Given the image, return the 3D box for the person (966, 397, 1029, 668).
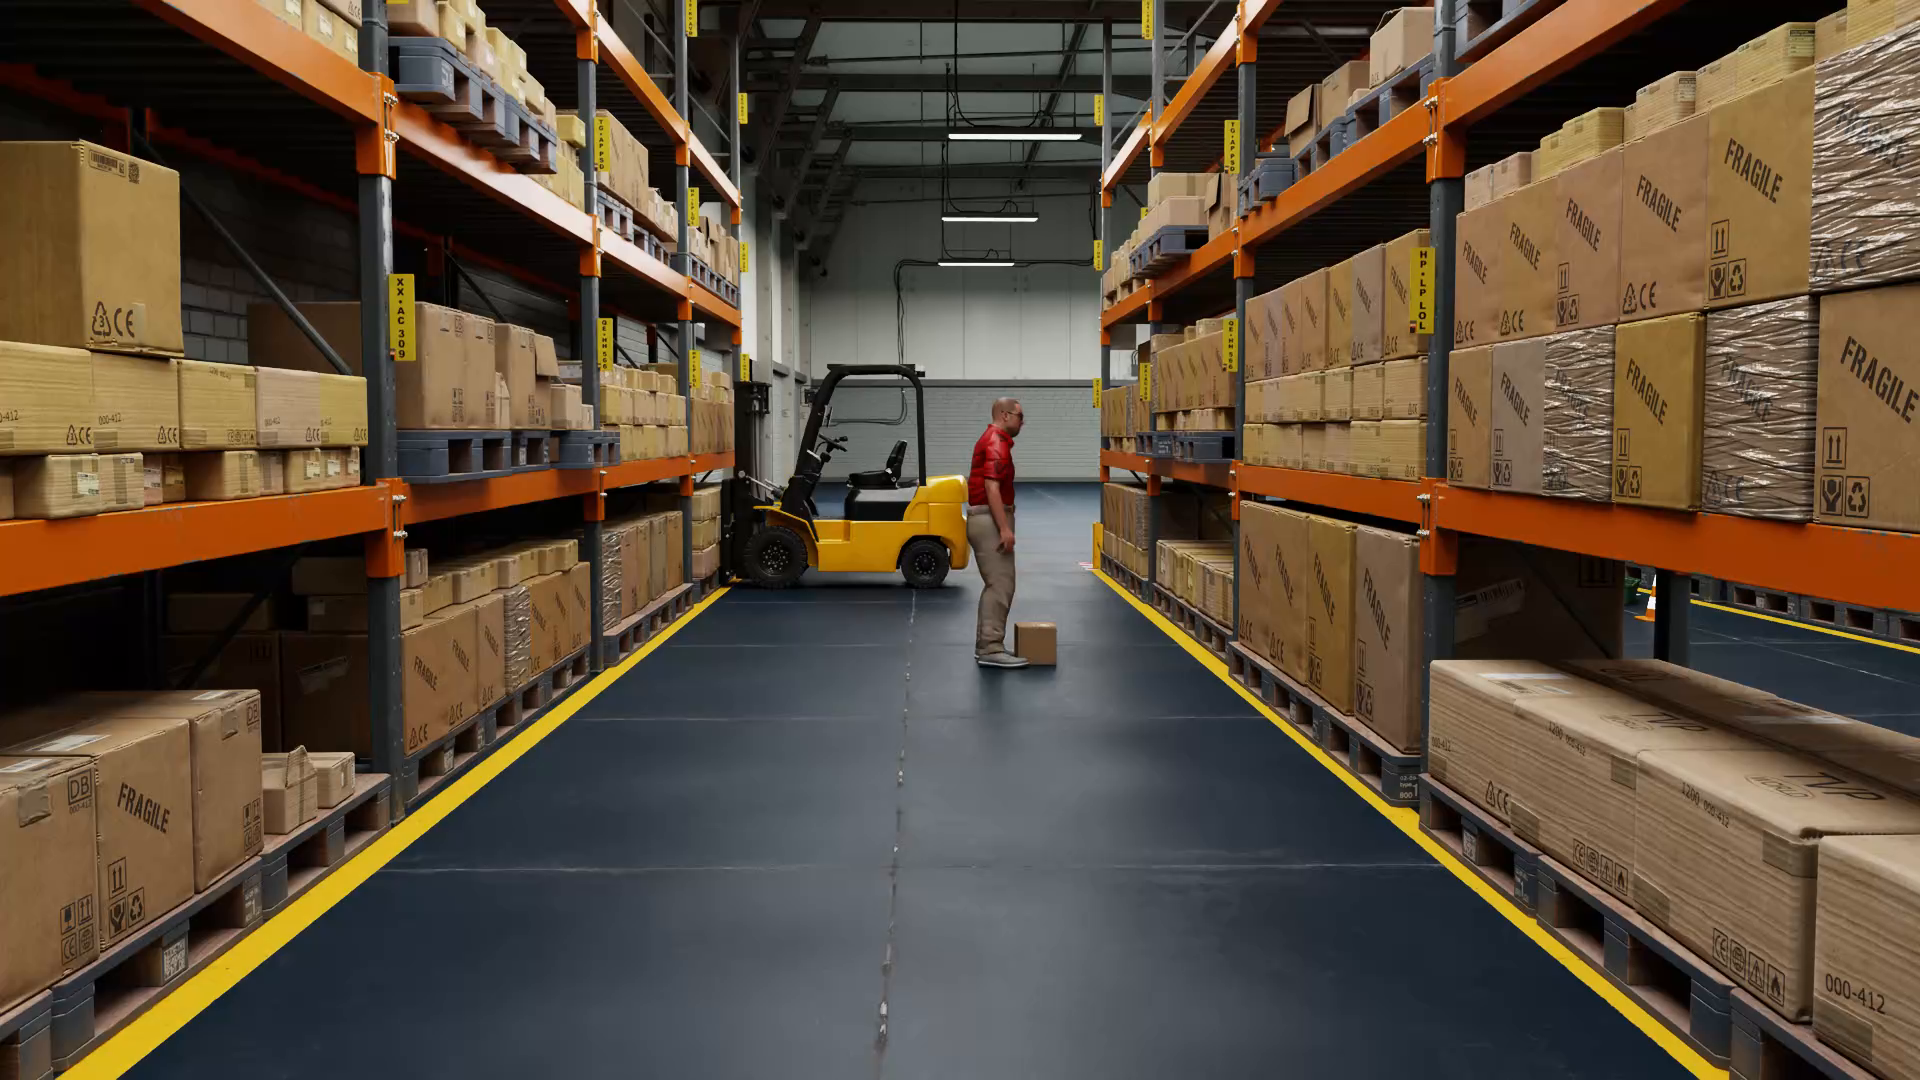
[{"bbox_3d":[0.237,-0.062,10.790,0.384,1.727,0.595,0,4,-3],"label":"person"}]
